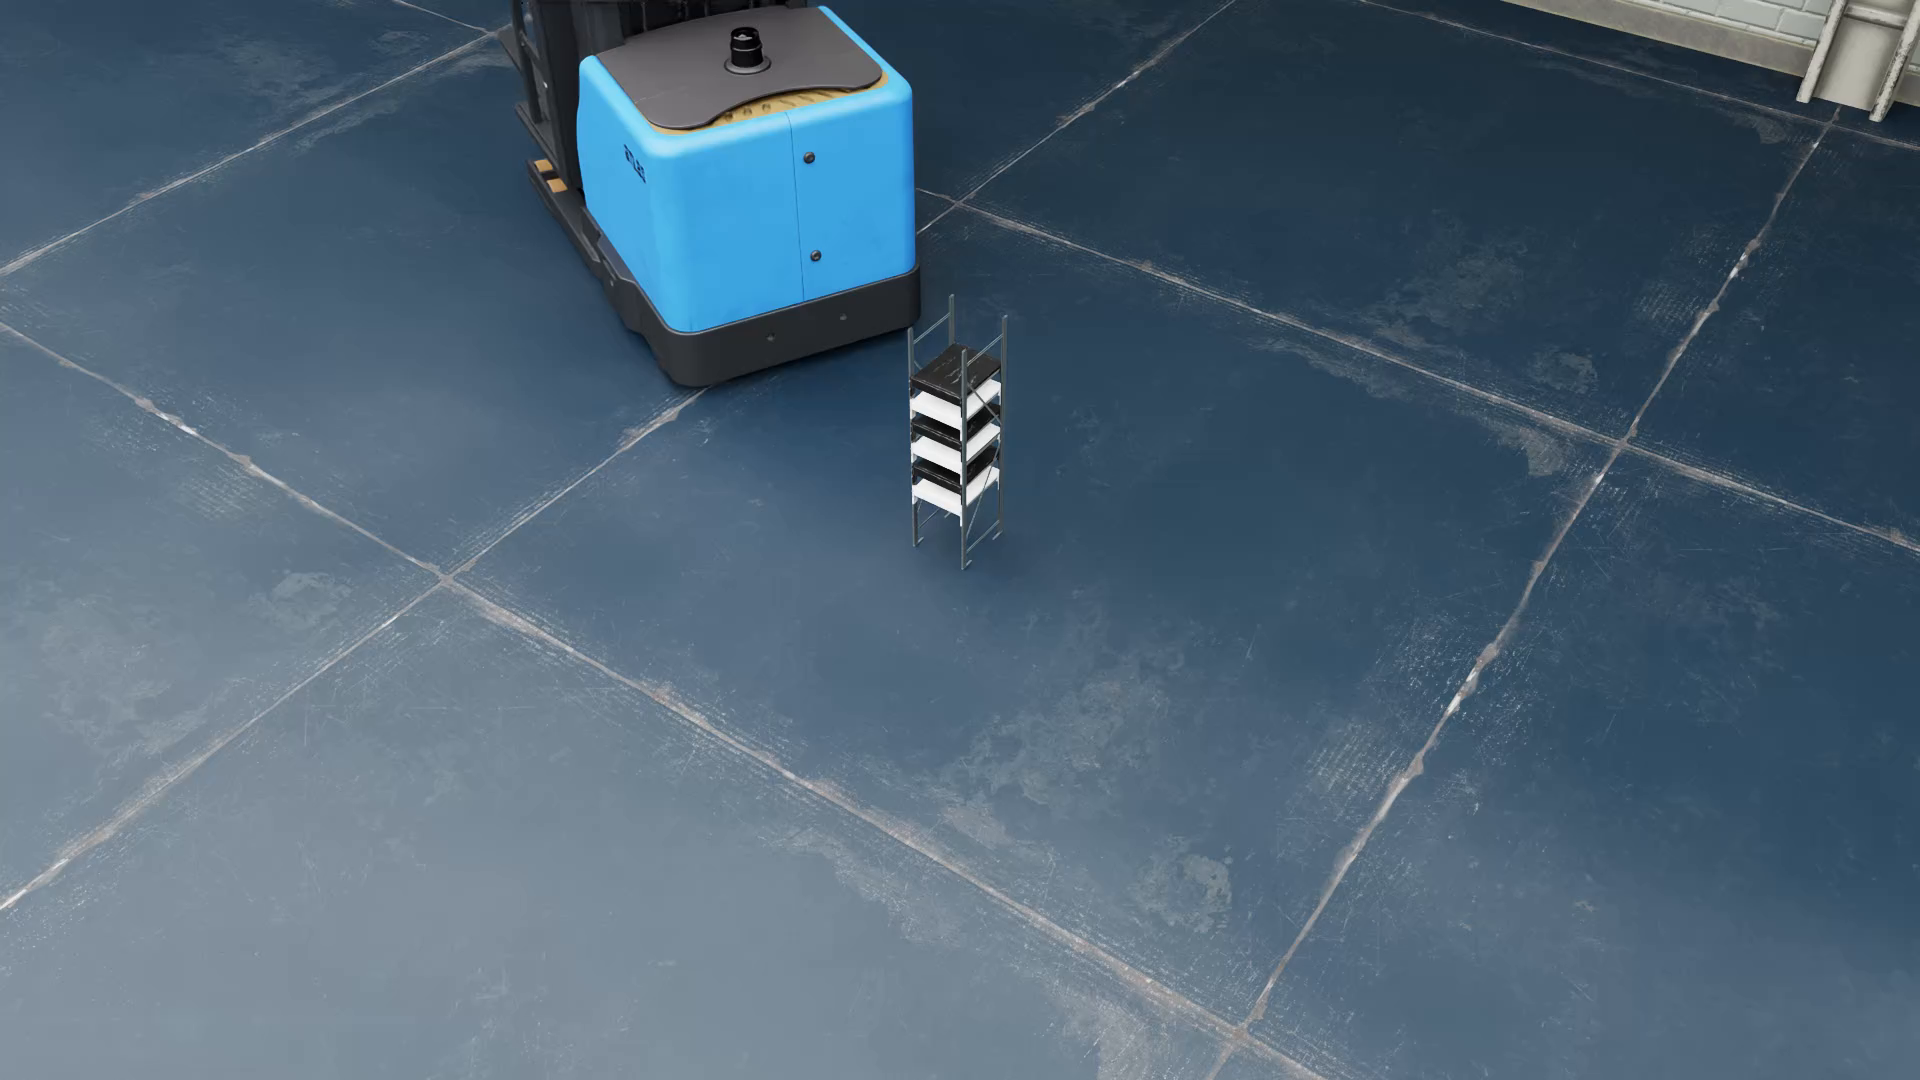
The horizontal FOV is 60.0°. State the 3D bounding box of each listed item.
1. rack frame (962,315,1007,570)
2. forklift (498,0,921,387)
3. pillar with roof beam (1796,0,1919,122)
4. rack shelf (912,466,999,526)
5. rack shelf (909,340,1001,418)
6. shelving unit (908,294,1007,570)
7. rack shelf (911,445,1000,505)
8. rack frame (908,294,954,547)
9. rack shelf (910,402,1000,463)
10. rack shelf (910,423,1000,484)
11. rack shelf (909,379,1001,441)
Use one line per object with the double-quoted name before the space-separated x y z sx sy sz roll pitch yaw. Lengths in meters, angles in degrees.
"rack frame" 0.077 -0.300 5.410 0.006 0.900 0.240 25 48 25
"forklift" -1.284 -2.649 6.512 1.130 2.935 3.031 -19 45 -20
"pillar with roof beam" 1.881 -3.171 2.546 0.400 9.000 9.100 25 48 25
"rack shelf" -0.007 -0.179 5.596 0.200 0.077 0.258 25 48 25
"rack shelf" -0.007 -0.515 5.296 0.200 0.077 0.258 25 48 25
"shelving unit" -0.007 -0.338 5.453 0.210 0.900 0.258 25 48 25
"rack shelf" -0.007 -0.247 5.536 0.200 0.077 0.258 25 48 25
"rack frame" -0.090 -0.377 5.497 0.006 0.900 0.240 25 48 25
"rack shelf" -0.007 -0.381 5.416 0.200 0.077 0.258 25 48 25
"rack shelf" -0.007 -0.314 5.476 0.200 0.077 0.258 25 48 25
"rack shelf" -0.007 -0.448 5.356 0.200 0.077 0.258 25 48 25
